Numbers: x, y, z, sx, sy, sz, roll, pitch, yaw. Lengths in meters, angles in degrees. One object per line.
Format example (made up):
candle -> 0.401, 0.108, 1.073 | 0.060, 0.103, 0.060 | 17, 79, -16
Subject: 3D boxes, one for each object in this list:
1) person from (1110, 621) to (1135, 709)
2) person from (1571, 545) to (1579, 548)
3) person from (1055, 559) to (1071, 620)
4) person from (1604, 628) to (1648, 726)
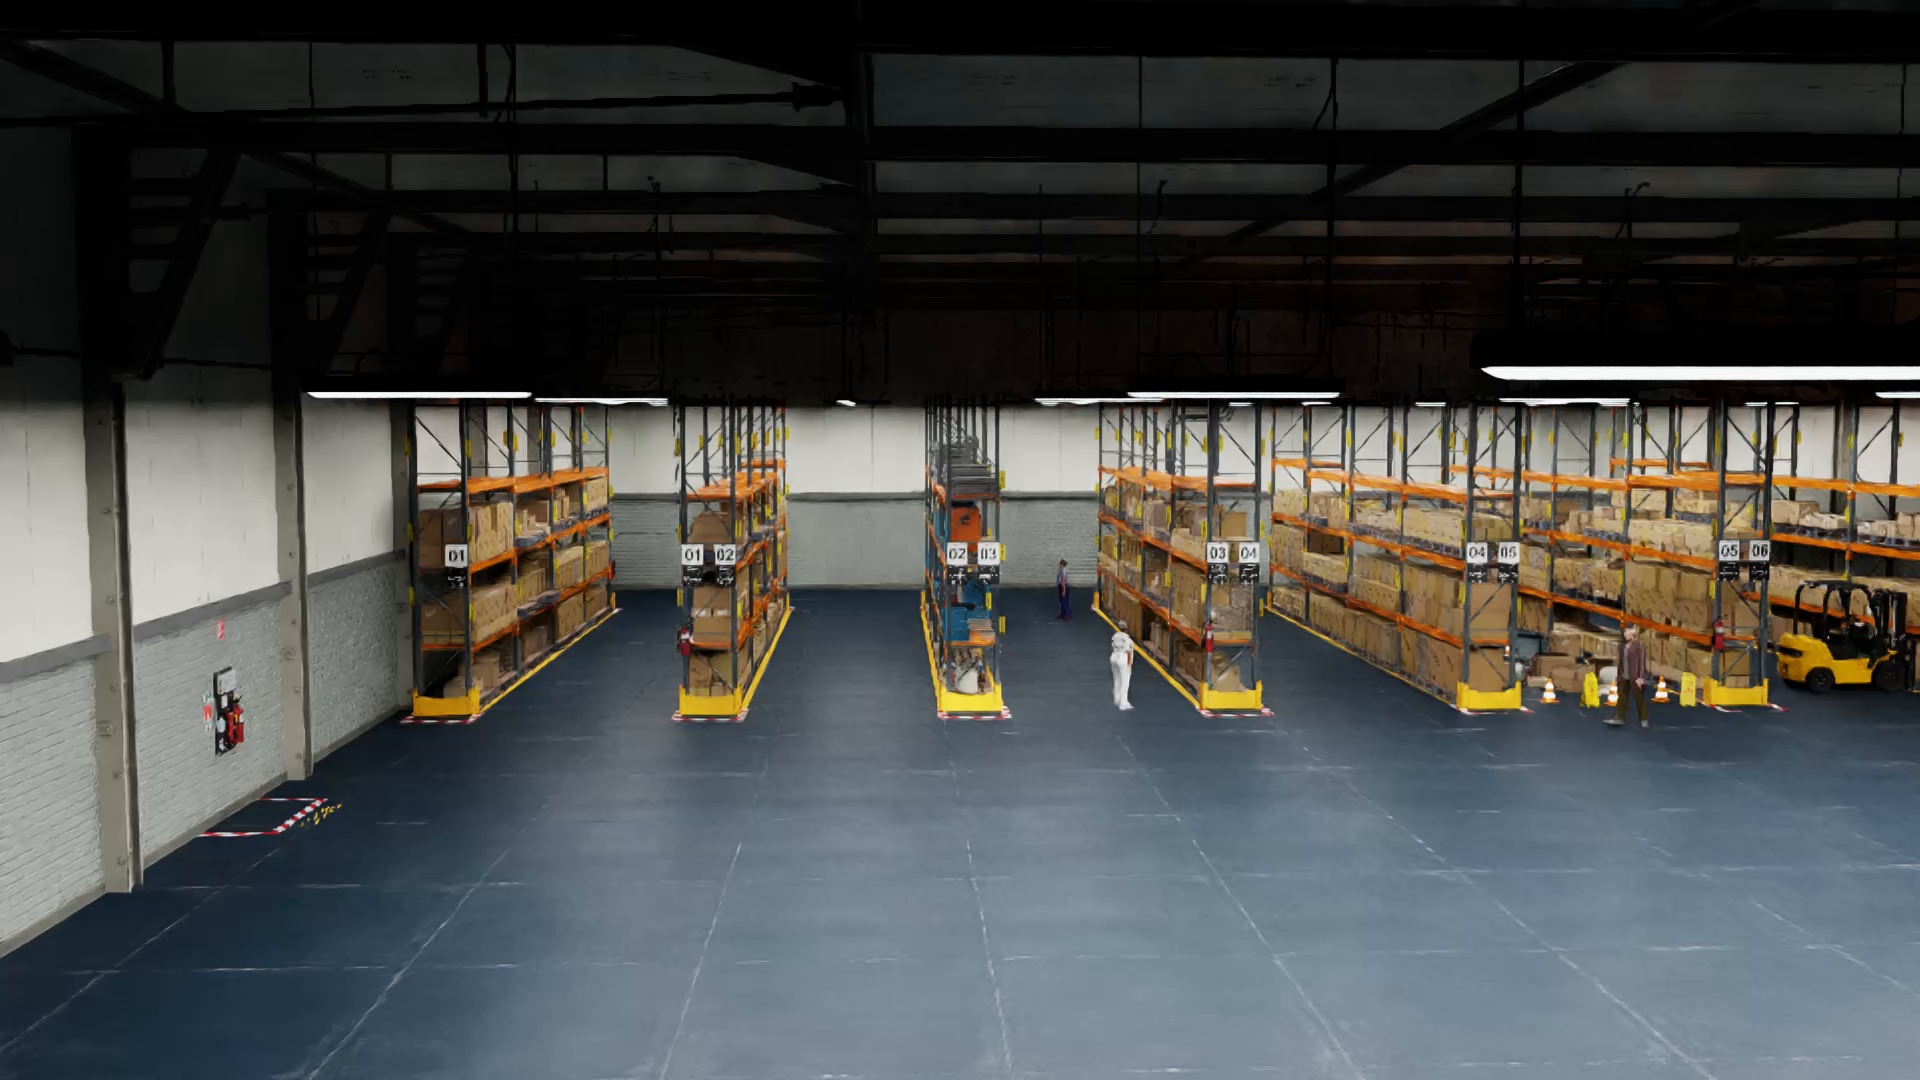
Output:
person -> 3.121, 2.374, 31.800 | 0.449, 1.663, 0.530 | -3, 5, -33
person -> 18.436, 0.969, 49.714 | 0.682, 1.659, 0.498 | -3, 5, -29
person -> 2.797, 1.332, 45.120 | 0.486, 1.641, 0.668 | 1, 5, 10
person -> 12.070, 2.466, 29.994 | 0.681, 1.774, 0.697 | -2, 5, -23
